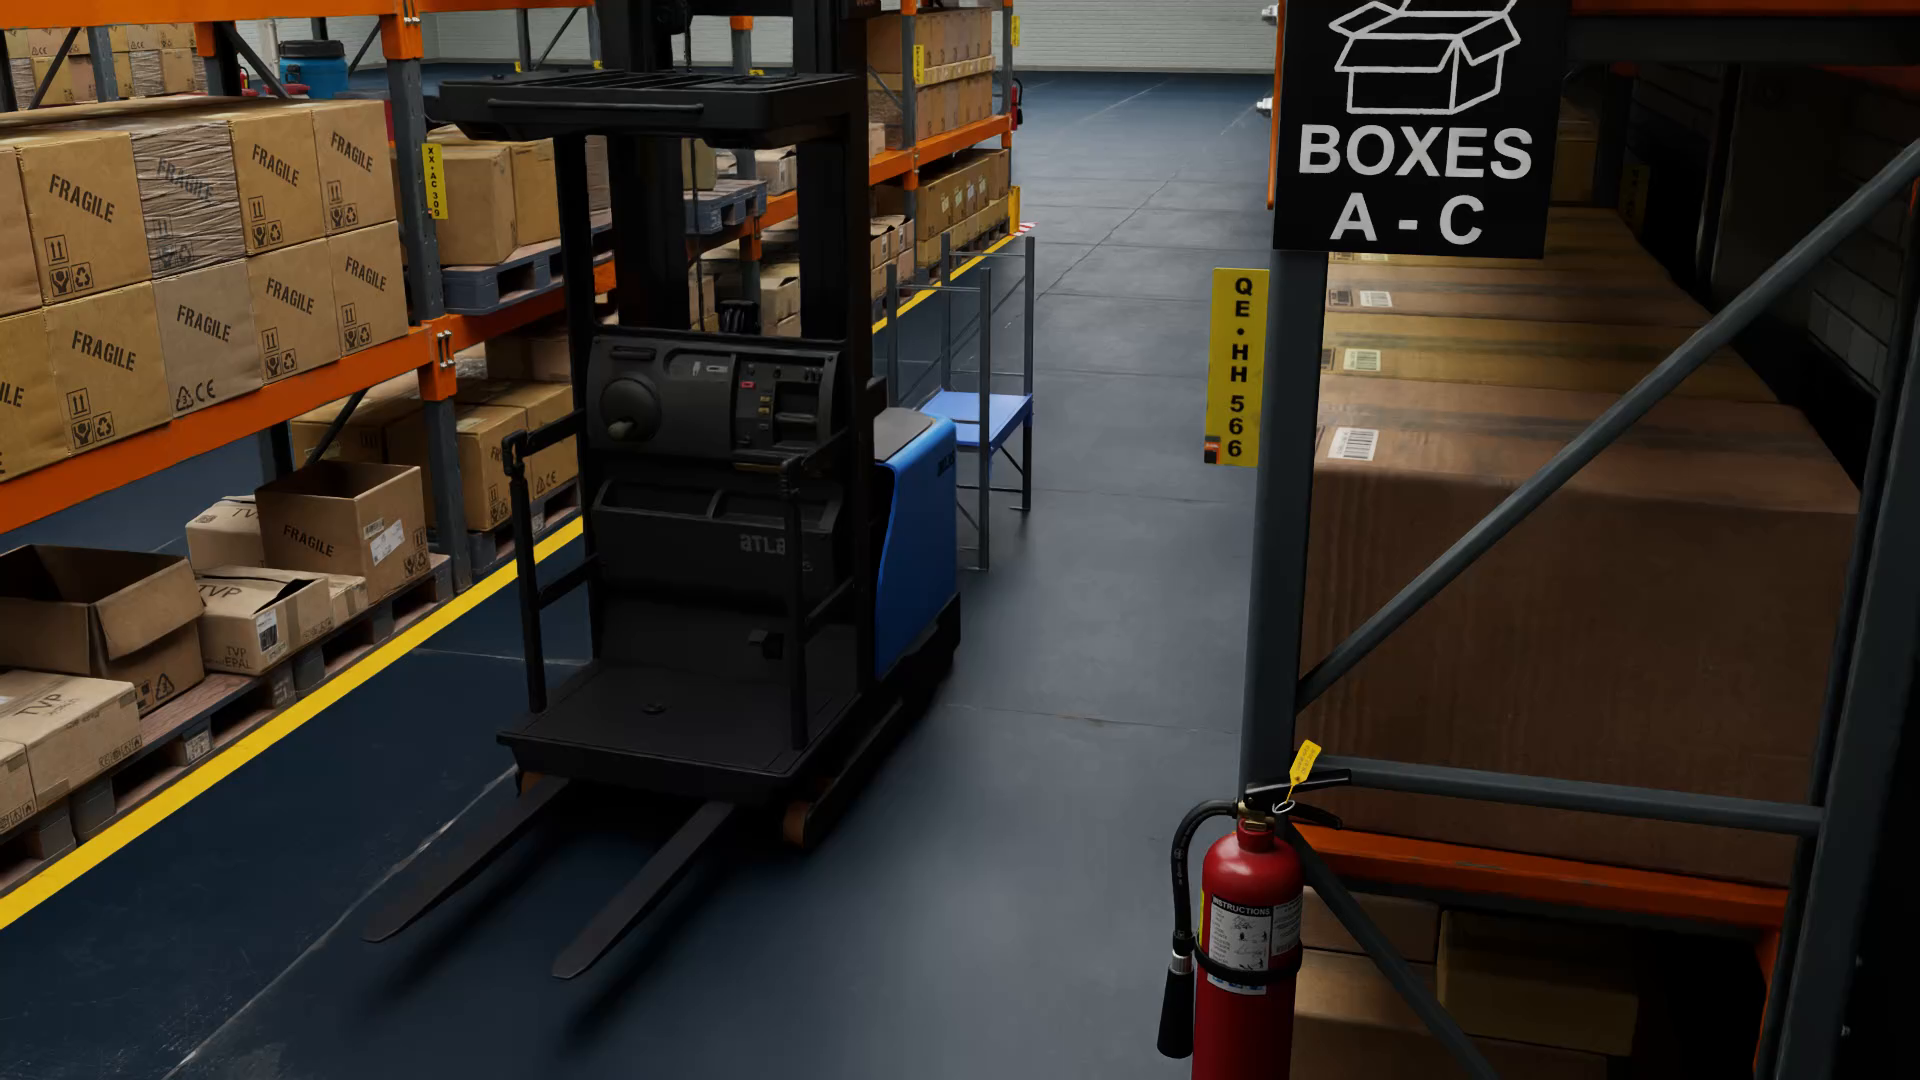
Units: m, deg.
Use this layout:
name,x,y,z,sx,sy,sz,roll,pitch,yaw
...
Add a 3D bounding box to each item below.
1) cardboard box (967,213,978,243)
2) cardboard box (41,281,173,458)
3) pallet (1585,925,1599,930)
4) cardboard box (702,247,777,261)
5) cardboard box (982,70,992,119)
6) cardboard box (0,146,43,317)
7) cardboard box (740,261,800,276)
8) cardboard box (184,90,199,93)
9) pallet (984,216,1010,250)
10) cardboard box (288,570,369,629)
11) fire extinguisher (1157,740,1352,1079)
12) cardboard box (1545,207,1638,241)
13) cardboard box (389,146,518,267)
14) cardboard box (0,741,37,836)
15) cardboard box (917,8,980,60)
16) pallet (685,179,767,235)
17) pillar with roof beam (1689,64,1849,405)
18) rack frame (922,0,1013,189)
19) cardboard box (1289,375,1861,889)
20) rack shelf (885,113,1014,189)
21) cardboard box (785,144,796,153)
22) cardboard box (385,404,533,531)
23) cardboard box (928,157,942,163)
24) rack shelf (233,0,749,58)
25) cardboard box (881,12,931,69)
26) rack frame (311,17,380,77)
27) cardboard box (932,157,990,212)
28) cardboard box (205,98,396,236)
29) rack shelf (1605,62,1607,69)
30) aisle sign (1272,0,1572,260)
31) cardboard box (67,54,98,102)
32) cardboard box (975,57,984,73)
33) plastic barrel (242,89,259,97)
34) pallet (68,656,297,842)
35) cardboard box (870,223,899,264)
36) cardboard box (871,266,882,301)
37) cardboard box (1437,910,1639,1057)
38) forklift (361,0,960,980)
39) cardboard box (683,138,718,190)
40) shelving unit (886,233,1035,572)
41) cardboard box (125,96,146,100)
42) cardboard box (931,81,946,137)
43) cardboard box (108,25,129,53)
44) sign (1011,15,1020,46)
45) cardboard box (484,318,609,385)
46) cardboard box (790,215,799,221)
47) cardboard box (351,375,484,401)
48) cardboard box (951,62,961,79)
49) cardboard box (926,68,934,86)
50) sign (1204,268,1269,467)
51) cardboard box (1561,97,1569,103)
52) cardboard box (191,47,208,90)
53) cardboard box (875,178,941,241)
name,x,y,z,sx,sy,sz,roll,pitch,yaw
cardboard box,-0.118,-3.210,17.050,0.500,0.250,0.500,5,19,13
cardboard box,-3.093,-0.602,5.653,0.500,0.500,0.500,5,19,14
pallet,1.397,1.111,5.107,1.003,0.211,1.213,5,19,13
cardboard box,-1.737,-2.136,13.036,0.500,0.311,0.500,5,19,13
cardboard box,-0.045,-4.877,18.171,0.700,0.500,0.500,5,19,13
cardboard box,-3.216,-0.920,5.038,0.500,0.500,0.500,5,19,14
cardboard box,-1.340,-1.937,12.454,0.500,0.311,0.500,4,19,12
cardboard box,-9.466,-5.373,20.167,0.380,0.149,0.250,5,19,13
pallet,-0.064,-3.413,18.352,1.003,0.211,1.213,5,19,13
cardboard box,-2.748,0.250,7.044,0.380,0.149,0.250,5,19,13
fire extinguisher,0.493,0.654,2.830,0.296,0.674,0.183,5,19,13
cardboard box,1.806,-0.797,5.917,0.980,0.700,0.700,5,19,14
cardboard box,-2.517,-1.591,7.900,0.700,0.500,0.500,-2,19,-5
cardboard box,-3.297,0.828,5.196,0.500,0.250,0.500,5,19,13
cardboard box,-0.181,-5.309,17.429,0.700,0.500,0.500,4,19,12
pallet,-1.970,-2.159,10.664,1.213,0.211,1.003,5,19,13
pillar with roof beam,-1.552,-3.715,5.642,9.100,9.000,0.400,5,19,13
rack frame,0.082,-4.975,18.613,1.000,3.000,0.127,5,19,13
cardboard box,1.092,0.127,3.210,0.980,0.700,0.700,6,20,16
rack shelf,-0.407,-4.008,16.894,1.077,0.370,4.000,5,19,13
cardboard box,-1.479,-3.042,12.799,0.500,0.500,0.500,4,19,10
cardboard box,-2.496,-0.372,8.322,0.500,0.500,0.500,4,19,11
cardboard box,-0.495,-3.762,17.506,0.500,0.500,0.500,5,19,13
rack shelf,-2.361,-2.920,9.068,1.077,0.370,4.000,5,19,13
cardboard box,-0.671,-4.681,15.589,0.700,0.500,0.500,5,19,13
rack frame,-5.698,-4.114,16.091,1.000,3.000,0.127,5,19,13
cardboard box,0.009,-3.721,17.386,0.500,0.500,0.500,5,19,13
cardboard box,-2.723,-1.556,6.899,0.500,0.500,0.500,5,19,14
rack shelf,2.443,-2.530,7.926,1.077,0.370,4.000,5,19,13
aisle sign,0.669,-0.802,2.372,0.394,0.787,0.004,5,19,13
cardboard box,-10.150,-5.148,18.503,0.875,0.500,0.500,5,19,13
cardboard box,0.048,-5.032,17.622,0.380,0.149,0.250,4,19,13
plastic barrel,-6.323,-3.666,14.568,0.433,0.535,0.433,0,19,0
pallet,-3.315,0.704,6.299,1.003,0.211,1.213,5,19,13
cardboard box,-0.837,-2.571,14.311,0.500,0.311,0.500,5,20,15
cardboard box,-0.966,-2.147,13.938,0.500,0.250,0.500,5,20,15
cardboard box,1.214,0.935,3.524,0.380,0.149,0.250,5,19,14
forklift,-0.926,-0.484,5.571,1.130,2.935,3.031,6,20,16
cardboard box,-1.917,-2.507,10.584,0.700,0.500,0.500,-2,19,-5
shelving unit,0.021,-0.736,8.523,0.538,1.500,1.048,5,19,13
cardboard box,-9.657,-5.056,19.237,0.380,0.149,0.250,5,19,13
cardboard box,-0.544,-4.231,16.280,0.700,0.500,0.500,5,19,14
cardboard box,-9.789,-5.758,18.744,0.500,0.500,0.500,5,19,13
sign,0.605,-5.588,18.249,0.100,0.325,0.005,5,19,13
cardboard box,-2.251,-1.040,9.118,0.500,0.250,0.500,5,19,13
cardboard box,-1.238,-2.774,14.906,0.500,0.311,0.500,5,19,14
cardboard box,-2.879,-0.571,8.905,0.500,0.500,0.500,5,19,14
cardboard box,-0.204,-4.708,16.673,0.380,0.149,0.250,4,19,13
cardboard box,-0.457,-4.387,15.731,0.380,0.149,0.250,4,19,13
sign,0.454,-0.277,2.701,0.100,0.325,0.005,5,19,13
cardboard box,2.814,-2.145,8.520,0.500,0.250,0.500,4,19,12
cardboard box,-9.684,-5.777,20.344,0.875,0.500,0.500,5,19,13
cardboard box,-0.479,-3.094,15.551,0.500,0.500,0.500,5,19,13
